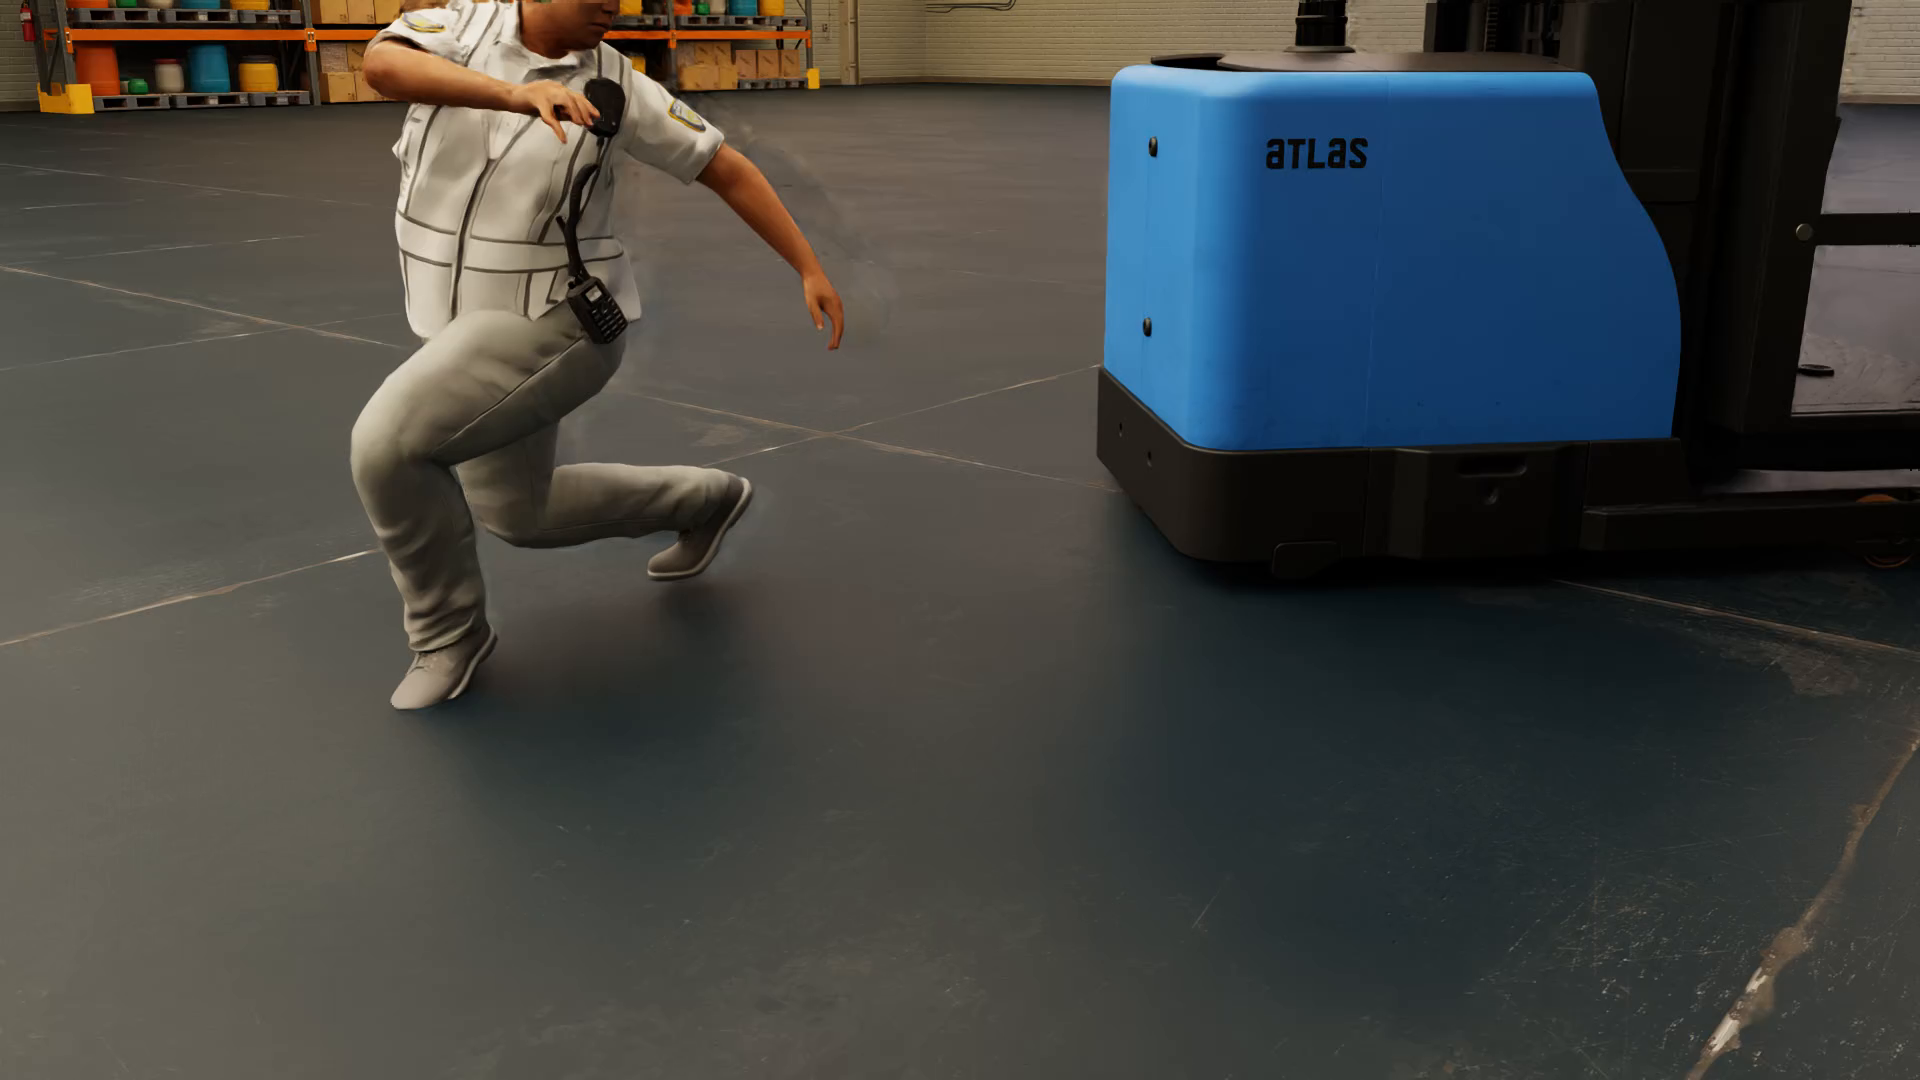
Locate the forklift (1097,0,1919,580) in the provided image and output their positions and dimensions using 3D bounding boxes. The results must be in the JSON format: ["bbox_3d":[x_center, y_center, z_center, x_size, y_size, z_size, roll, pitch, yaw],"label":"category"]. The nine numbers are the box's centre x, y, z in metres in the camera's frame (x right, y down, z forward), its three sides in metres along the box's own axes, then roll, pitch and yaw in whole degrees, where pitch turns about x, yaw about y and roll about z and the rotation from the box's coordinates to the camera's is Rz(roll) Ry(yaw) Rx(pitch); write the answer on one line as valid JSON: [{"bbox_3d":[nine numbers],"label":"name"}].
[{"bbox_3d":[1.921,-1.489,3.800,3.031,2.935,1.130,-2,17,-7],"label":"forklift"}]

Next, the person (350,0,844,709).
[{"bbox_3d":[-0.689,-0.438,3.083,0.719,1.433,0.932,9,19,27],"label":"person"}]
